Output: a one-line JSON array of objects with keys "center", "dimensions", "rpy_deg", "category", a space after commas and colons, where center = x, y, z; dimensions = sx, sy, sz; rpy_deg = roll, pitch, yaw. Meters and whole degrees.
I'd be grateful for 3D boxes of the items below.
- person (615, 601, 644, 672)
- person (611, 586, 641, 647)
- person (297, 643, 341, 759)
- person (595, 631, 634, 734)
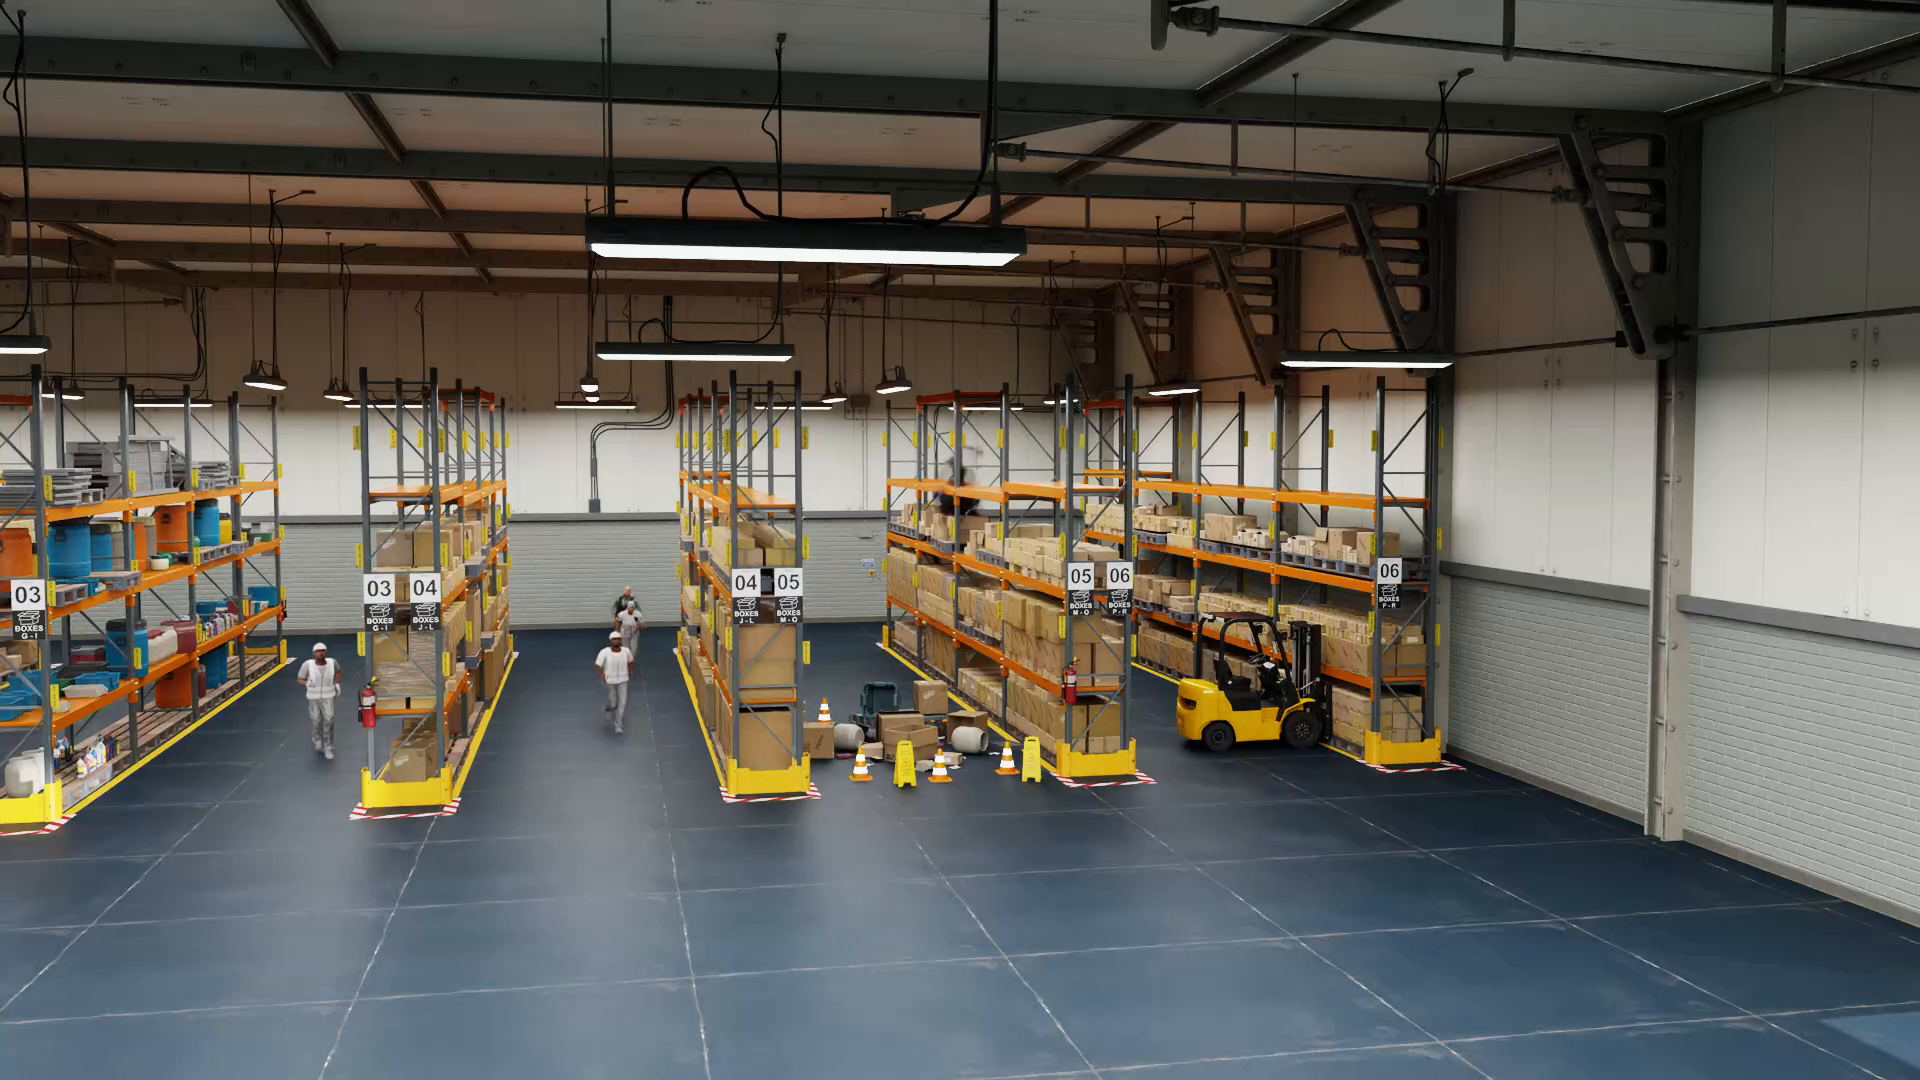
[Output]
[{"center": [-7.102, 2.098, 35.771], "dimensions": [0.596, 1.598, 0.678], "rpy_deg": [-1, 4, -20], "category": "person"}, {"center": [-7.663, 1.896, 38.164], "dimensions": [0.710, 1.675, 0.821], "rpy_deg": [0, 3, 2], "category": "person"}, {"center": [-10.170, 2.544, 26.423], "dimensions": [0.661, 1.840, 0.814], "rpy_deg": [-1, 4, -23], "category": "person"}, {"center": [-5.912, 2.437, 28.608], "dimensions": [0.700, 1.739, 0.801], "rpy_deg": [-2, 4, -25], "category": "person"}]
